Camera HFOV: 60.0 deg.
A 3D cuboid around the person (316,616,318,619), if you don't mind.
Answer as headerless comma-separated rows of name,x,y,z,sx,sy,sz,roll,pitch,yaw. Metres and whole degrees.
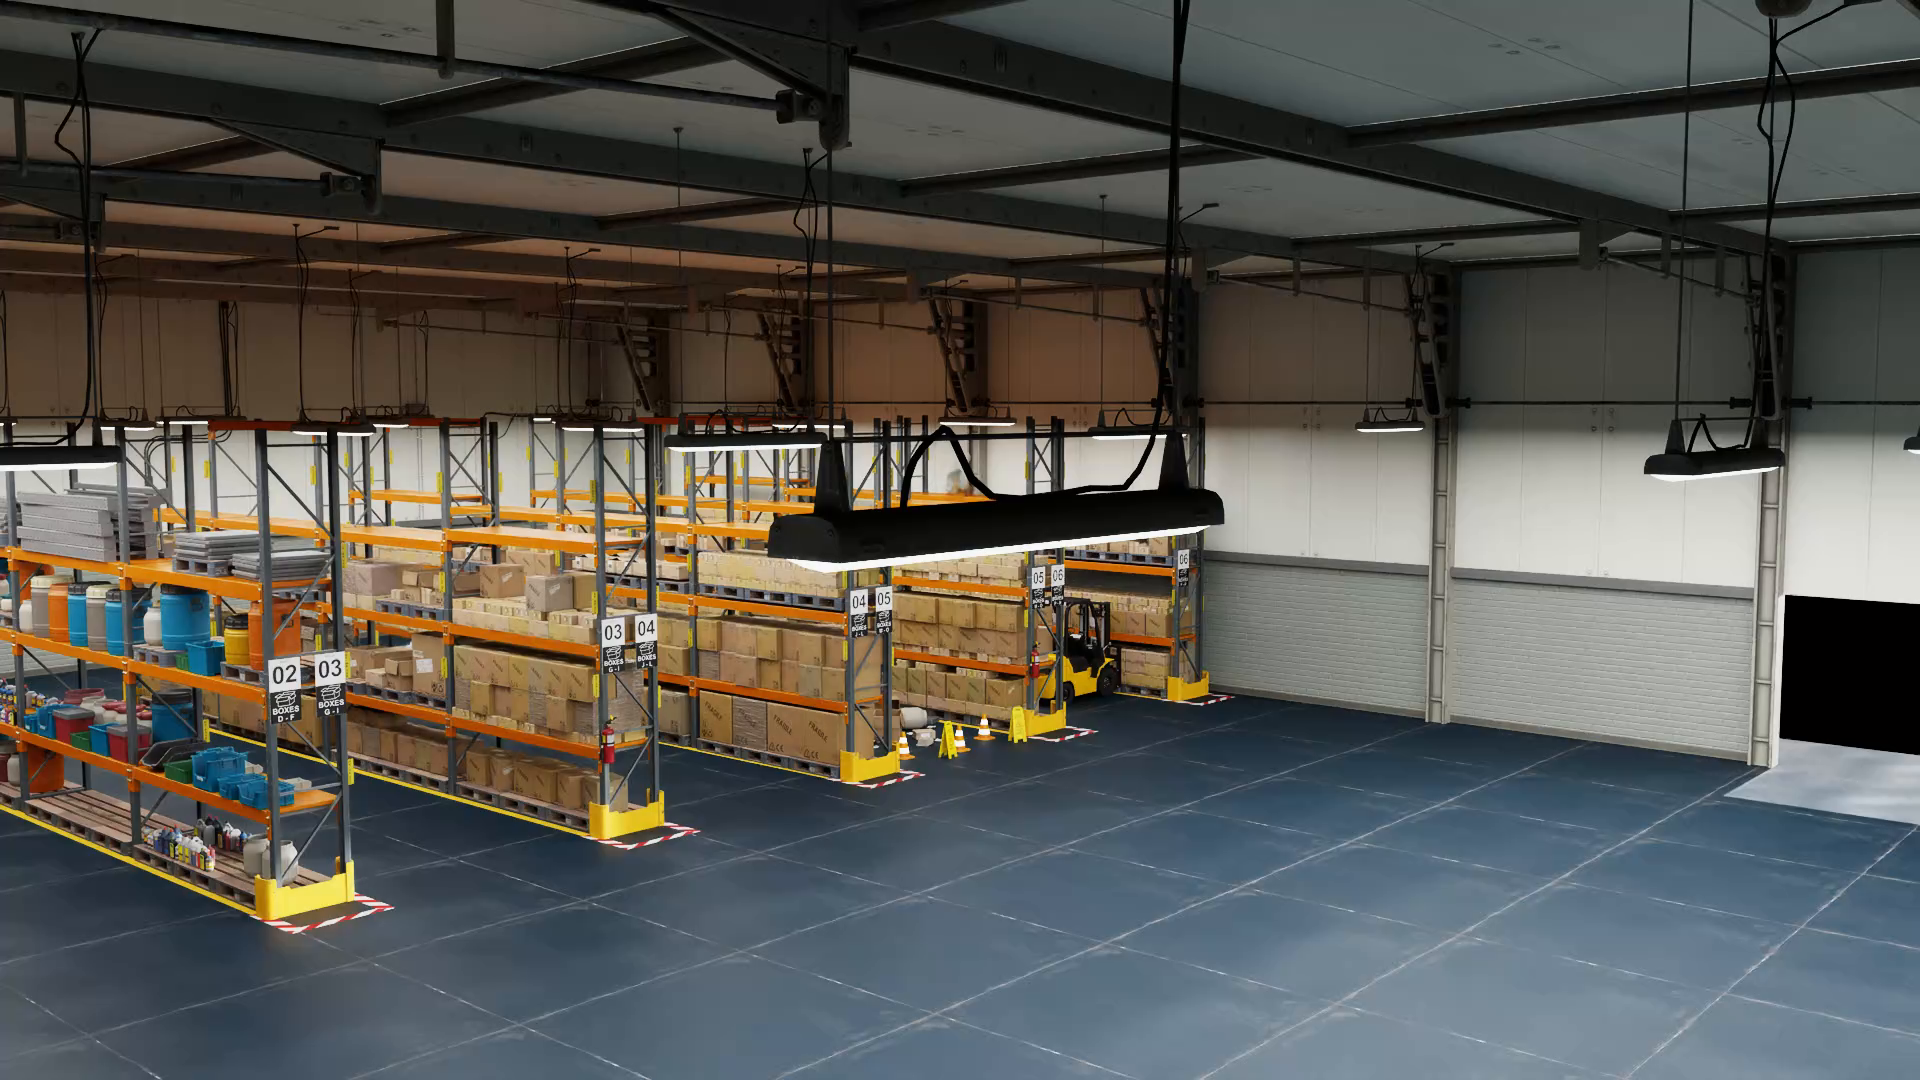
person,-14.262,2.473,36.801,0.657,1.620,0.611,-3,6,-35
